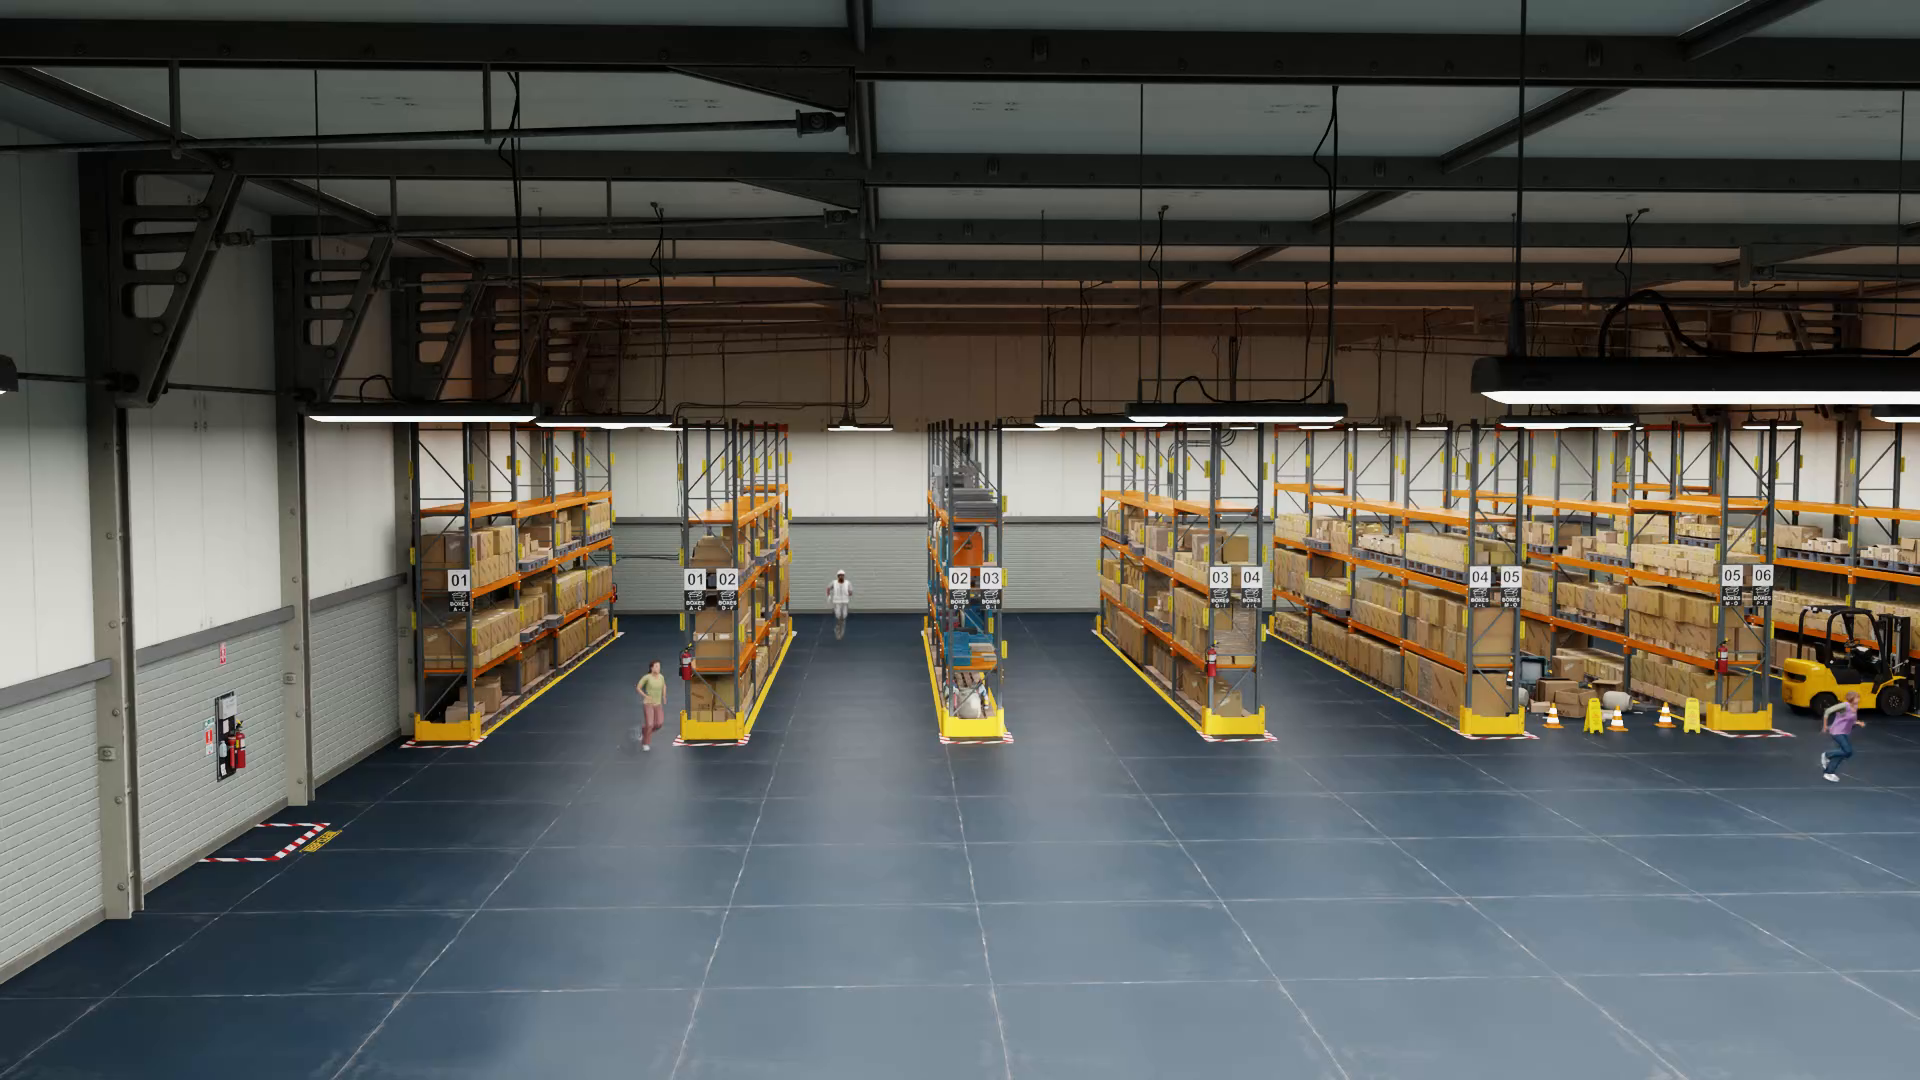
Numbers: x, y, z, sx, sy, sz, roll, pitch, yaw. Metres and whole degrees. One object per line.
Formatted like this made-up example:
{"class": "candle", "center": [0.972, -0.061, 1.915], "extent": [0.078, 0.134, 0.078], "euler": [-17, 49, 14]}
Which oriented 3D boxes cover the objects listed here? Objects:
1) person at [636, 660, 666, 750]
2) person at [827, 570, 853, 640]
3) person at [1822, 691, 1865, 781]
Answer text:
{"class": "person", "center": [-5.578, 2.963, 30.258], "extent": [0.670, 1.566, 0.497], "euler": [-3, 5, -43]}
{"class": "person", "center": [-3.179, 1.734, 44.392], "extent": [0.662, 1.857, 0.708], "euler": [-1, 4, -15]}
{"class": "person", "center": [14.543, 3.220, 27.368], "extent": [0.526, 1.528, 0.655], "euler": [-3, 4, -35]}
